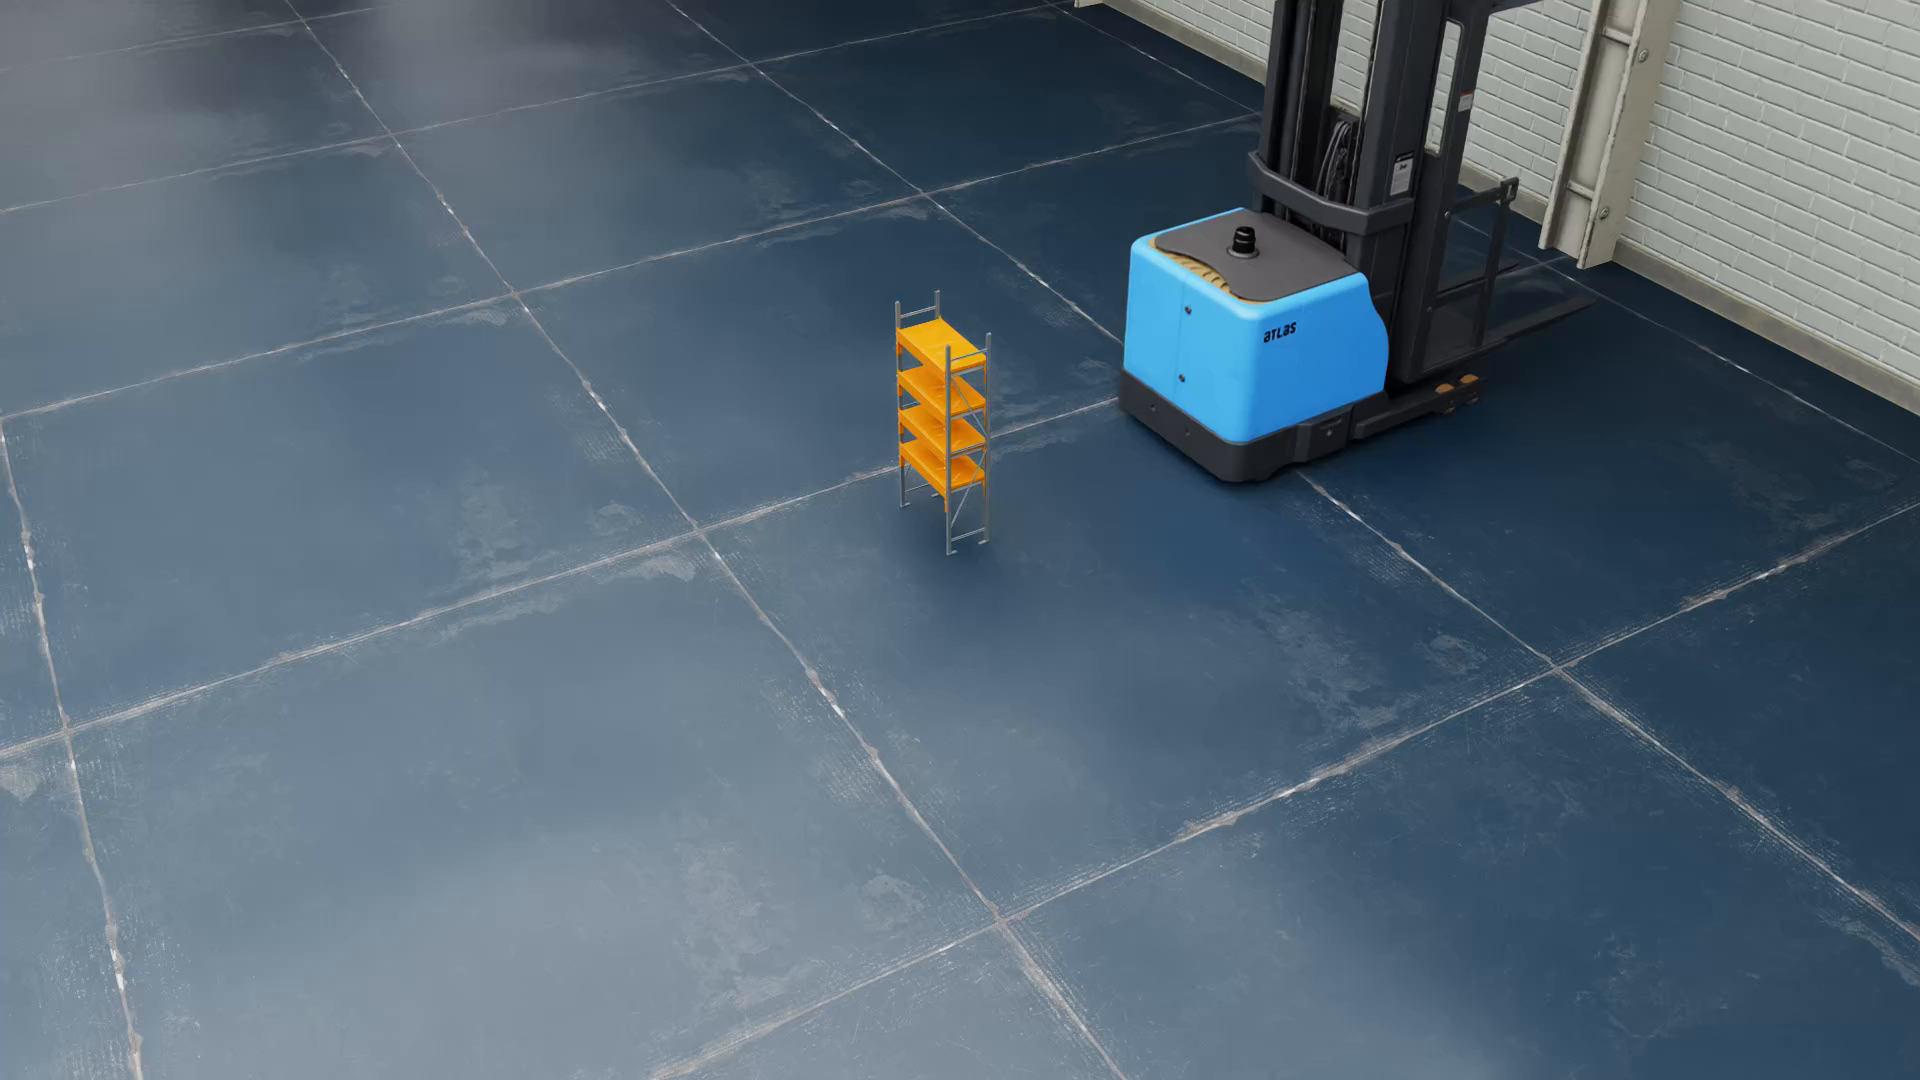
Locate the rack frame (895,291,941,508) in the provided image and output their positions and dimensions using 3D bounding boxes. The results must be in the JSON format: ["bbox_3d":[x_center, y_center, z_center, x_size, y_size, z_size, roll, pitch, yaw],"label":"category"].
[{"bbox_3d":[-0.206,-0.693,8.409,0.240,1.200,0.015,-19,40,-24],"label":"rack frame"}]

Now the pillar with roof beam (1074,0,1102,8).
[{"bbox_3d":[-2.623,-7.337,10.894,9.100,9.000,0.400,-19,40,-24],"label":"pillar with roof beam"}]

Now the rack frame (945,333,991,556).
[{"bbox_3d":[0.039,-0.445,8.069,0.240,1.200,0.015,-19,40,-24],"label":"rack frame"}]

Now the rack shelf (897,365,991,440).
[{"bbox_3d":[-0.083,-0.695,8.147,0.258,0.148,0.480,-19,40,-24],"label":"rack shelf"}]

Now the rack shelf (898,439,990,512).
[{"bbox_3d":[-0.083,-0.354,8.396,0.258,0.148,0.480,-19,40,-24],"label":"rack shelf"}]

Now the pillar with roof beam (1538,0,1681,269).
[{"bbox_3d":[0.392,-4.278,6.705,9.100,9.000,0.400,-19,40,-24],"label":"pillar with roof beam"}]

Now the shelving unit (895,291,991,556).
[{"bbox_3d":[-0.083,-0.569,8.239,0.258,1.200,0.503,-19,40,-24],"label":"shelving unit"}]

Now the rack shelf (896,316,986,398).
[{"bbox_3d":[-0.083,-0.886,8.007,0.258,0.148,0.480,-19,40,-24],"label":"rack shelf"}]

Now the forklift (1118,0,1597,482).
[{"bbox_3d":[2.414,-2.146,8.931,3.031,2.935,1.130,-21,41,-26],"label":"forklift"}]

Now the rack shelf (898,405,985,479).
[{"bbox_3d":[-0.083,-0.515,8.279,0.258,0.148,0.480,-19,40,-24],"label":"rack shelf"}]
